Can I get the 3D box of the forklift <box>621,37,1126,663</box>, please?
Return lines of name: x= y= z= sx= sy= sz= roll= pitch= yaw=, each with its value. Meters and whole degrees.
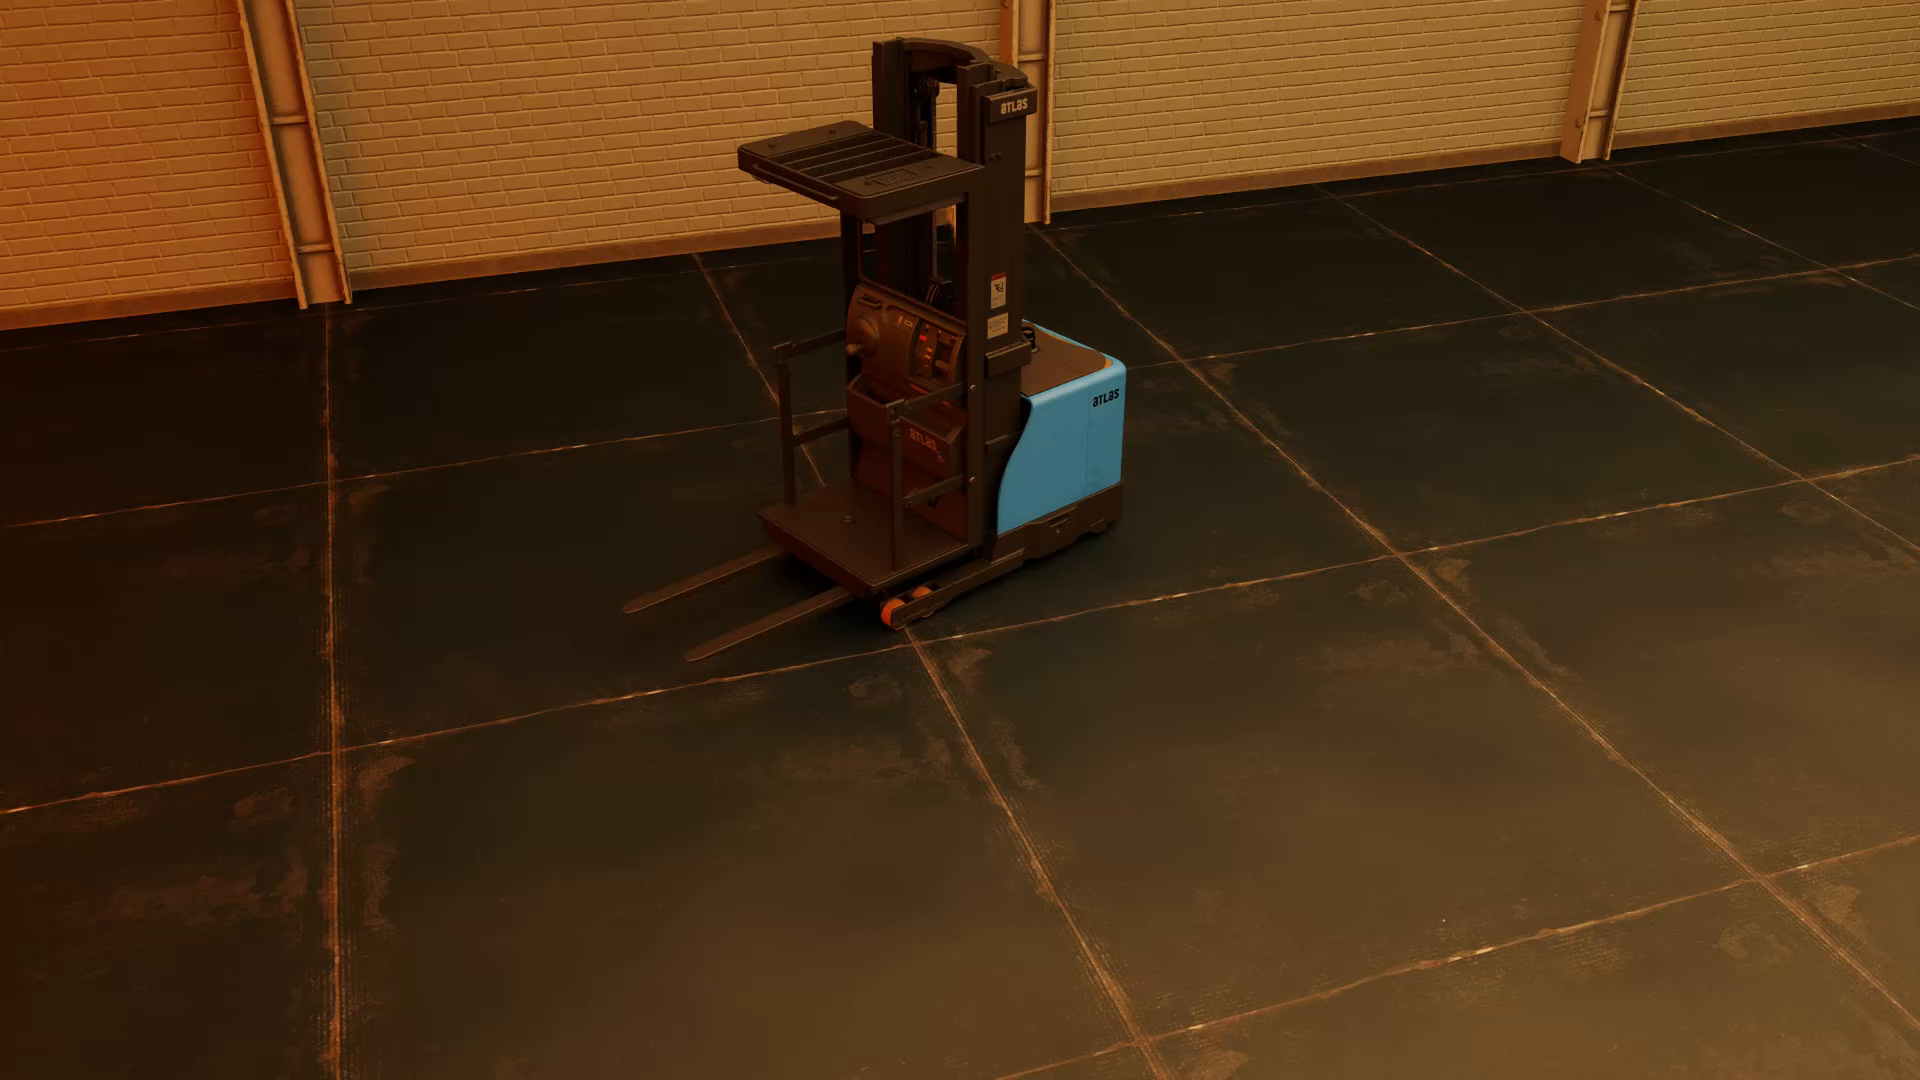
forklift: x=-0.461 y=-1.072 z=8.951 sx=3.031 sy=2.935 sz=1.130 roll=-23 pitch=37 yaw=-34

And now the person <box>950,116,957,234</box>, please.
person: x=0.132 y=-2.351 z=12.343 sx=0.396 sy=1.769 sz=0.526 roll=-4 pitch=30 yaw=-6
